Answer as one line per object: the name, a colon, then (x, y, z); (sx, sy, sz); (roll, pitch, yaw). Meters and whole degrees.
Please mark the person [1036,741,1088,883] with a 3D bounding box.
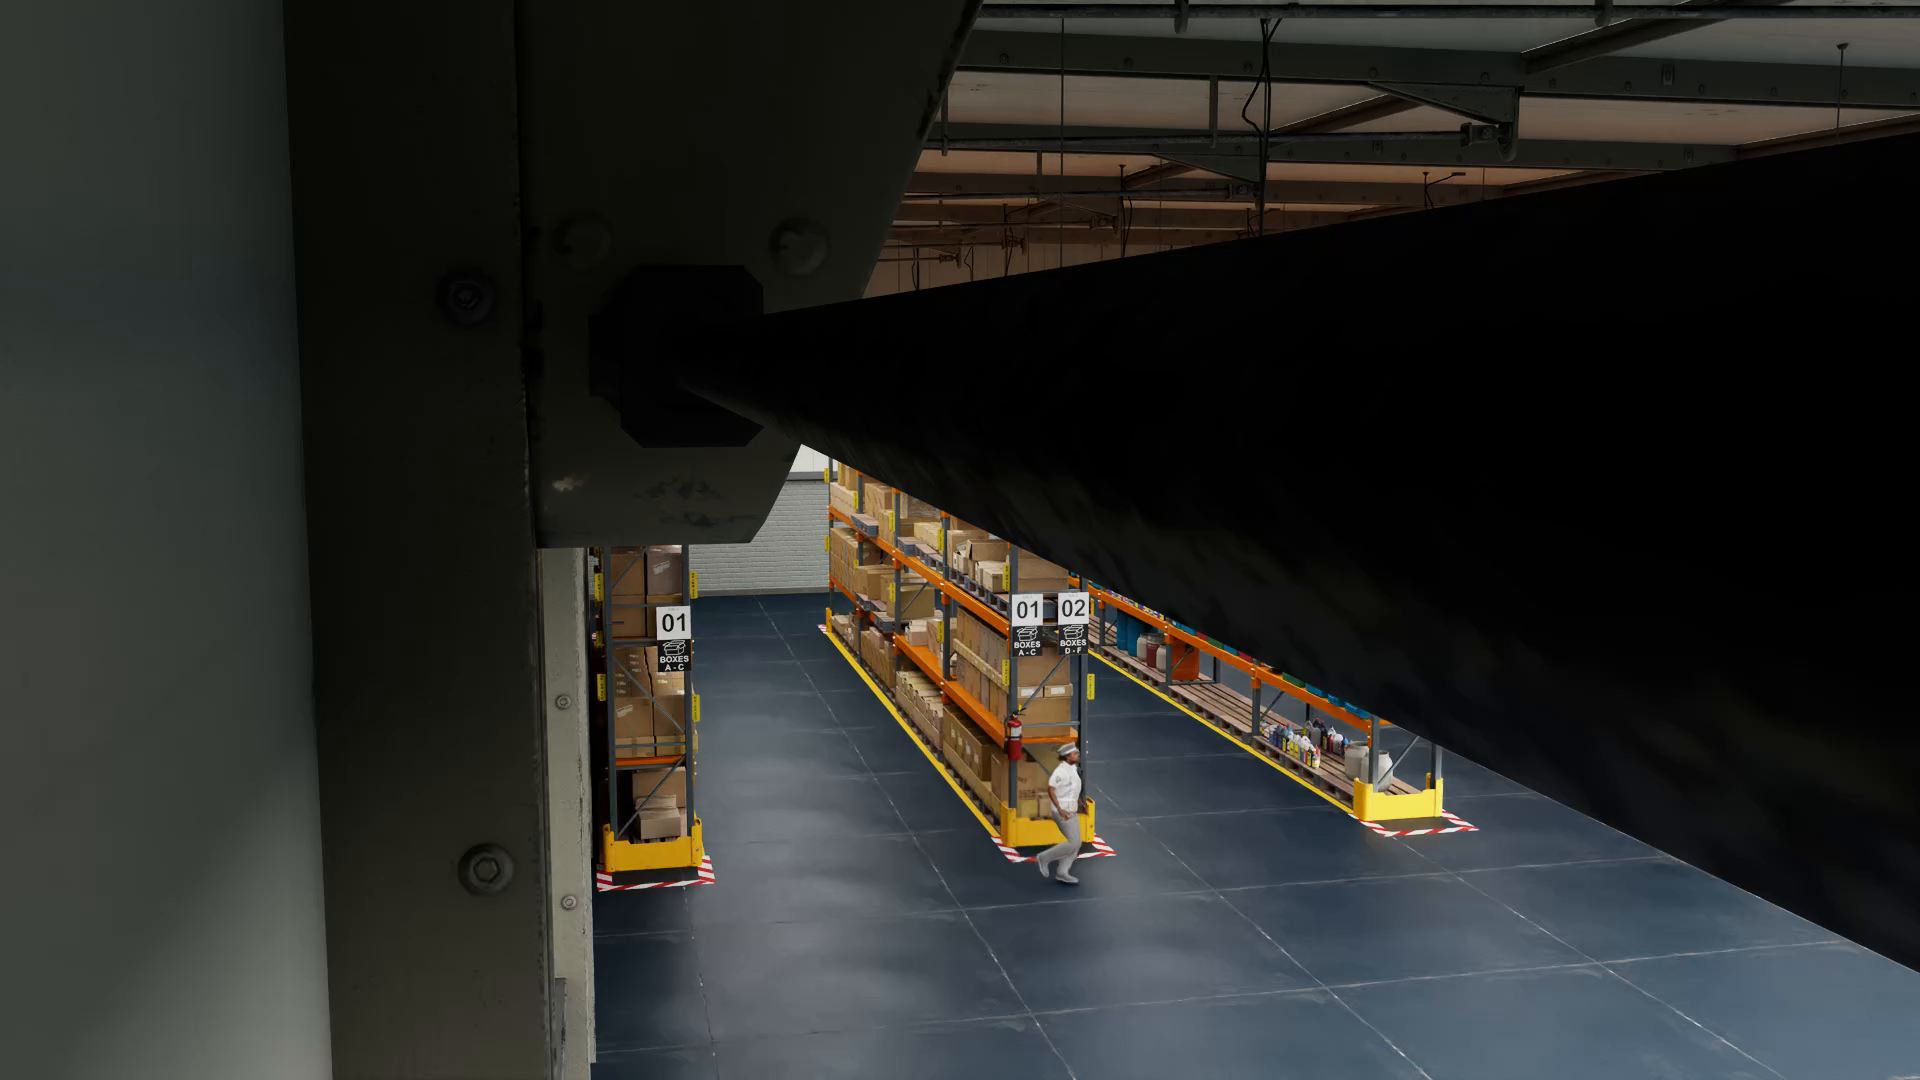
person: (1.230, 3.190, 19.671); (0.535, 1.633, 0.639); (2, 7, 19)
